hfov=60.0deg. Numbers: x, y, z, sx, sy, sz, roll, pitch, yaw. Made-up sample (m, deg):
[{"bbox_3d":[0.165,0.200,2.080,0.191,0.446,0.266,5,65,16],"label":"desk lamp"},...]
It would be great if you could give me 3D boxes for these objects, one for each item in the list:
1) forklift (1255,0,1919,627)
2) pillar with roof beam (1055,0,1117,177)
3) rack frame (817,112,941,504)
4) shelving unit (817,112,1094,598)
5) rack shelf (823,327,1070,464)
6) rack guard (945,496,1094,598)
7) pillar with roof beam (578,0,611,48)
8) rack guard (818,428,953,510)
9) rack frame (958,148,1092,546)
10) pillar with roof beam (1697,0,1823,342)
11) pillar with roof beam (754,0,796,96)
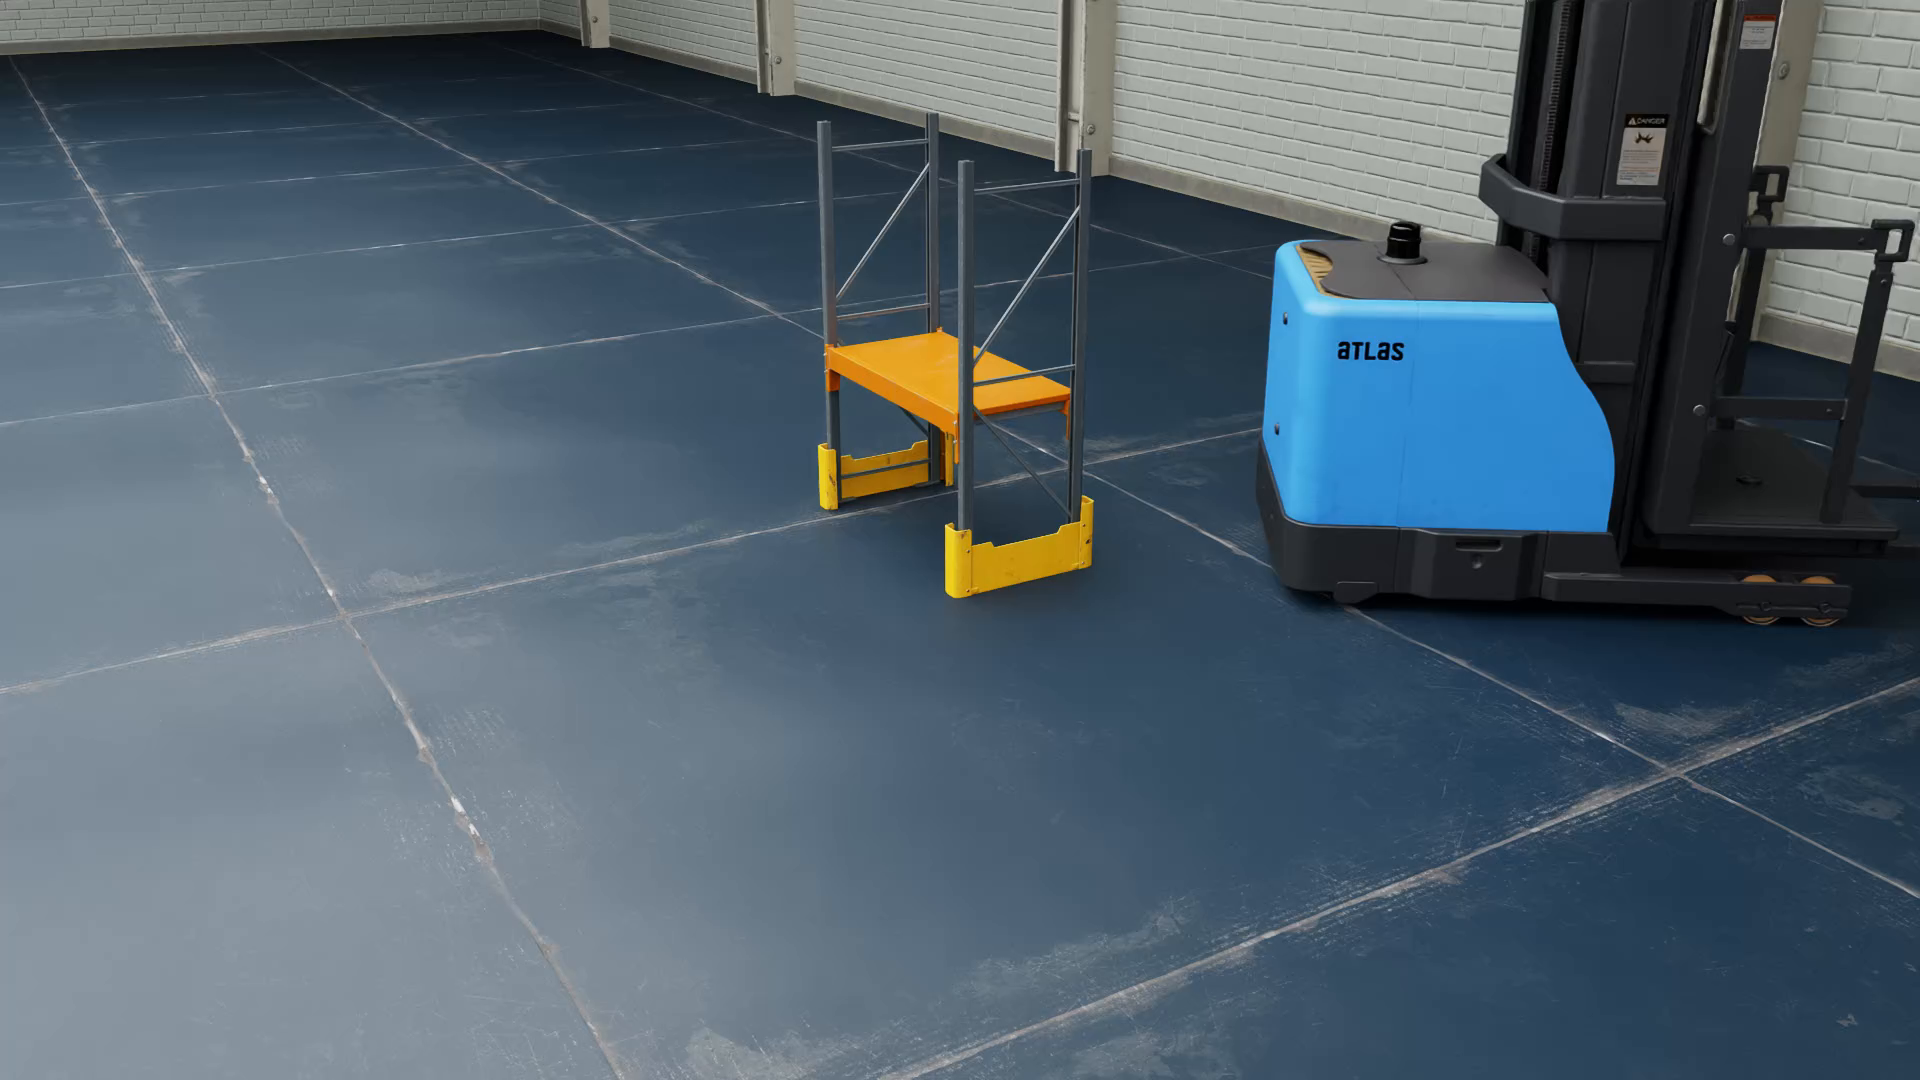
[{"bbox_3d":[2.646,-1.274,5.554,3.031,2.935,1.130,2,22,4],"label":"forklift"},{"bbox_3d":[-2.679,-6.399,10.105,9.100,9.000,0.400,-13,25,-28],"label":"pillar with roof beam"},{"bbox_3d":[-0.303,-0.887,6.502,0.500,1.500,0.032,-13,25,-28],"label":"rack frame"},{"bbox_3d":[-0.039,-0.719,6.090,0.587,1.500,1.083,-13,25,-28],"label":"shelving unit"},{"bbox_3d":[-0.044,-0.556,6.165,0.538,0.185,1.000,-13,25,-28],"label":"rack shelf"},{"bbox_3d":[0.215,0.021,5.928,0.587,0.250,0.087,-13,25,-28],"label":"rack guard"},{"bbox_3d":[-8.808,-10.284,19.662,9.100,9.000,0.400,-13,25,-28],"label":"pillar with roof beam"},{"bbox_3d":[-0.293,-0.302,6.722,0.587,0.250,0.087,-13,25,-28],"label":"rack guard"},{"bbox_3d":[0.216,-0.558,5.692,0.500,1.500,0.032,-13,25,-28],"label":"rack frame"},{"bbox_3d":[0.386,-4.457,5.326,9.100,9.000,0.400,-13,25,-28],"label":"pillar with roof beam"},{"bbox_3d":[-5.744,-8.342,14.883,9.100,9.000,0.400,-13,25,-28],"label":"pillar with roof beam"}]
